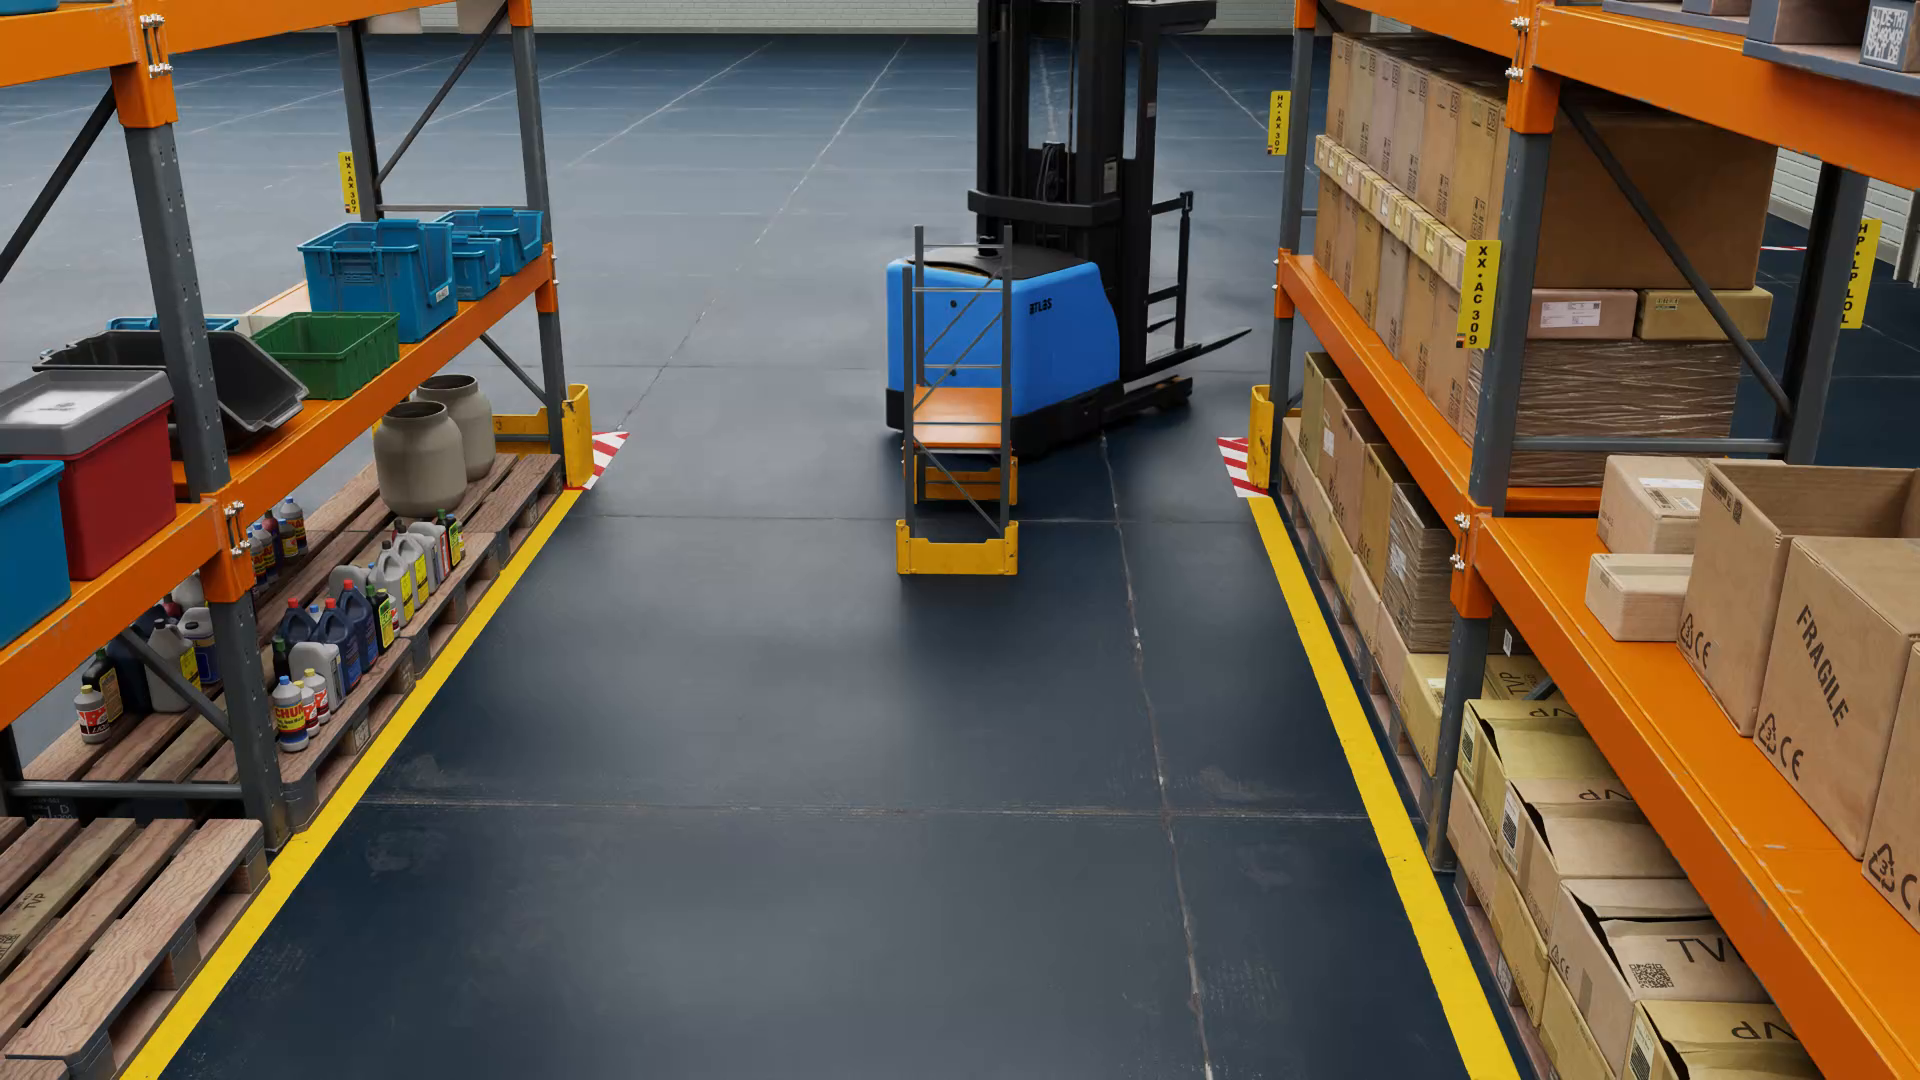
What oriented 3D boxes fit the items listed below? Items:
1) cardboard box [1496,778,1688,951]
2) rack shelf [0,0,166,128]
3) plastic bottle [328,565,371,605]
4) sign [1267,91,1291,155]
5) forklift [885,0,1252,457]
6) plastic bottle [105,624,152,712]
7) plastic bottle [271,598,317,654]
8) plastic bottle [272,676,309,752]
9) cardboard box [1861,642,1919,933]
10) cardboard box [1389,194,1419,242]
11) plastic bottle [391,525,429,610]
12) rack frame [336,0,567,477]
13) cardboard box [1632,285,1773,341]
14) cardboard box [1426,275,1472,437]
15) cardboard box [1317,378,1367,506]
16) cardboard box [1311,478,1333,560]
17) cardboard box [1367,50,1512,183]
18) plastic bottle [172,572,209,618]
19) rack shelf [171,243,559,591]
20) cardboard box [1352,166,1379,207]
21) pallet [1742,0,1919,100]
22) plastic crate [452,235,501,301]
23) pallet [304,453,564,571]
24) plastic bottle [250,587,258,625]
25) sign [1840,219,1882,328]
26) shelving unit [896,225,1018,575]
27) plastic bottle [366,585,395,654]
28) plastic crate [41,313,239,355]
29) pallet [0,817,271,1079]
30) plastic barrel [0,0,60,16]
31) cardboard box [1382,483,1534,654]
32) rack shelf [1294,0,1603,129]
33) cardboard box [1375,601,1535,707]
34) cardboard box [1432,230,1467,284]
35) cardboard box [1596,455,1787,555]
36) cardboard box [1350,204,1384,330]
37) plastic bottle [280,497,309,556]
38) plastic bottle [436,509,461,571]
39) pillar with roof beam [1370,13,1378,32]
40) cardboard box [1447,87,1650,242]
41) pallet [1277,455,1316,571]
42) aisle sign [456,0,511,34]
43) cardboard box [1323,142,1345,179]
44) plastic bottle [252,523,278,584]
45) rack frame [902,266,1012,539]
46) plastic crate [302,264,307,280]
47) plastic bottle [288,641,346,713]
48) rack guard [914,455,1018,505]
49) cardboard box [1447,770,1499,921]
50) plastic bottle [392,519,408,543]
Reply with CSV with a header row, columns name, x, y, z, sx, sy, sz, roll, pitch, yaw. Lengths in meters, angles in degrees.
name,x,y,z,sx,sy,sz,roll,pitch,yaw
cardboard box,1.818,0.867,4.593,0.500,0.311,0.500,0,21,1
rack shelf,-2.912,-0.681,2.985,1.077,0.370,4.000,1,21,2
plastic bottle,-2.542,0.222,6.967,0.152,0.276,0.135,1,21,2
sign,1.667,-2.180,8.695,0.100,0.325,0.005,1,21,2
forklift,0.863,-2.309,10.427,1.130,2.935,3.031,16,26,36
plastic bottle,-3.119,0.453,6.269,0.144,0.351,0.185,0,21,0
plastic bottle,-2.556,0.400,6.405,0.144,0.351,0.185,1,21,2
plastic bottle,-2.403,0.615,5.959,0.097,0.271,0.097,0,21,0
cardboard box,2.013,0.508,2.936,0.500,0.500,0.500,0,21,-1
cardboard box,1.940,-1.290,6.672,0.380,0.149,0.250,1,21,3
plastic bottle,-2.387,0.112,7.146,0.144,0.351,0.185,2,21,4
rack frame,-2.729,-1.787,8.988,1.000,3.000,0.127,1,21,2
cardboard box,2.302,-0.729,5.227,0.380,0.149,0.250,1,21,2
cardboard box,2.117,-0.683,6.004,0.700,0.500,0.500,0,21,1
cardboard box,1.968,-0.442,7.705,0.500,0.500,0.500,1,21,2
cardboard box,1.956,-0.092,7.841,0.500,0.250,0.500,1,21,2
cardboard box,2.168,-1.823,7.148,0.700,0.500,0.500,1,21,2
plastic bottle,-3.104,0.267,6.749,0.144,0.351,0.185,1,21,1
rack shelf,-2.790,-0.729,7.255,1.077,0.370,4.000,1,21,2
cardboard box,1.965,-1.568,7.387,0.380,0.149,0.250,0,21,0
pallet,1.941,-0.800,2.558,1.003,0.211,1.213,2,21,4
plastic crate,-2.471,-1.299,7.935,0.499,0.251,0.408,1,21,2
pallet,-2.714,-0.166,8.664,1.003,0.211,1.213,1,21,2
plastic bottle,-2.988,0.240,6.910,0.061,0.283,0.133,1,21,2
sign,2.643,-0.786,4.916,0.100,0.325,0.005,1,21,2
shelving unit,0.002,-0.727,8.329,0.587,1.500,1.083,1,21,2
plastic bottle,-2.359,0.306,6.742,0.061,0.283,0.133,2,21,4
plastic crate,-3.088,-0.675,6.327,0.499,0.251,0.616,1,21,2
pallet,-2.836,1.243,5.033,1.003,0.211,1.213,1,21,2
plastic barrel,-2.649,-1.787,4.148,0.600,0.901,0.708,1,21,2
cardboard box,1.923,0.101,6.307,0.500,0.500,0.500,1,21,2
rack shelf,2.161,-2.071,6.568,1.077,0.370,4.000,1,21,2
cardboard box,1.921,0.450,6.442,0.500,0.250,0.500,1,21,2
cardboard box,1.916,-1.014,5.960,0.380,0.149,0.250,1,21,2
cardboard box,2.129,-0.037,4.684,0.500,0.250,0.500,2,21,5
cardboard box,2.163,-1.240,7.440,0.700,0.500,0.500,1,21,2
plastic bottle,-3.096,-0.068,7.722,0.097,0.271,0.097,0,21,0
plastic bottle,-2.332,-0.015,7.567,0.061,0.283,0.133,1,21,3
pillar with roof beam,4.626,-15.107,35.023,9.100,9.000,0.400,1,21,2
cardboard box,2.121,-1.280,5.749,0.700,0.500,0.500,1,21,1
pallet,2.240,-0.154,8.635,1.003,0.211,1.213,1,21,2
aisle sign,-2.430,-3.022,8.577,0.394,0.787,0.004,1,21,2
cardboard box,1.989,-1.845,8.103,0.380,0.149,0.250,0,21,0
plastic bottle,-3.106,0.056,7.402,0.097,0.271,0.097,0,21,0
rack frame,-0.013,-0.546,7.863,0.500,1.500,0.032,1,21,2
plastic crate,-3.078,-1.344,8.211,0.298,0.136,0.250,1,21,2
plastic bottle,-2.420,0.496,6.261,0.152,0.276,0.135,1,21,4
rack guard,0.017,-0.324,9.019,0.587,0.250,0.087,1,21,2
cardboard box,1.840,0.944,5.170,0.500,0.250,0.500,0,21,0
plastic bottle,-2.488,0.033,7.445,0.061,0.283,0.133,1,21,2
